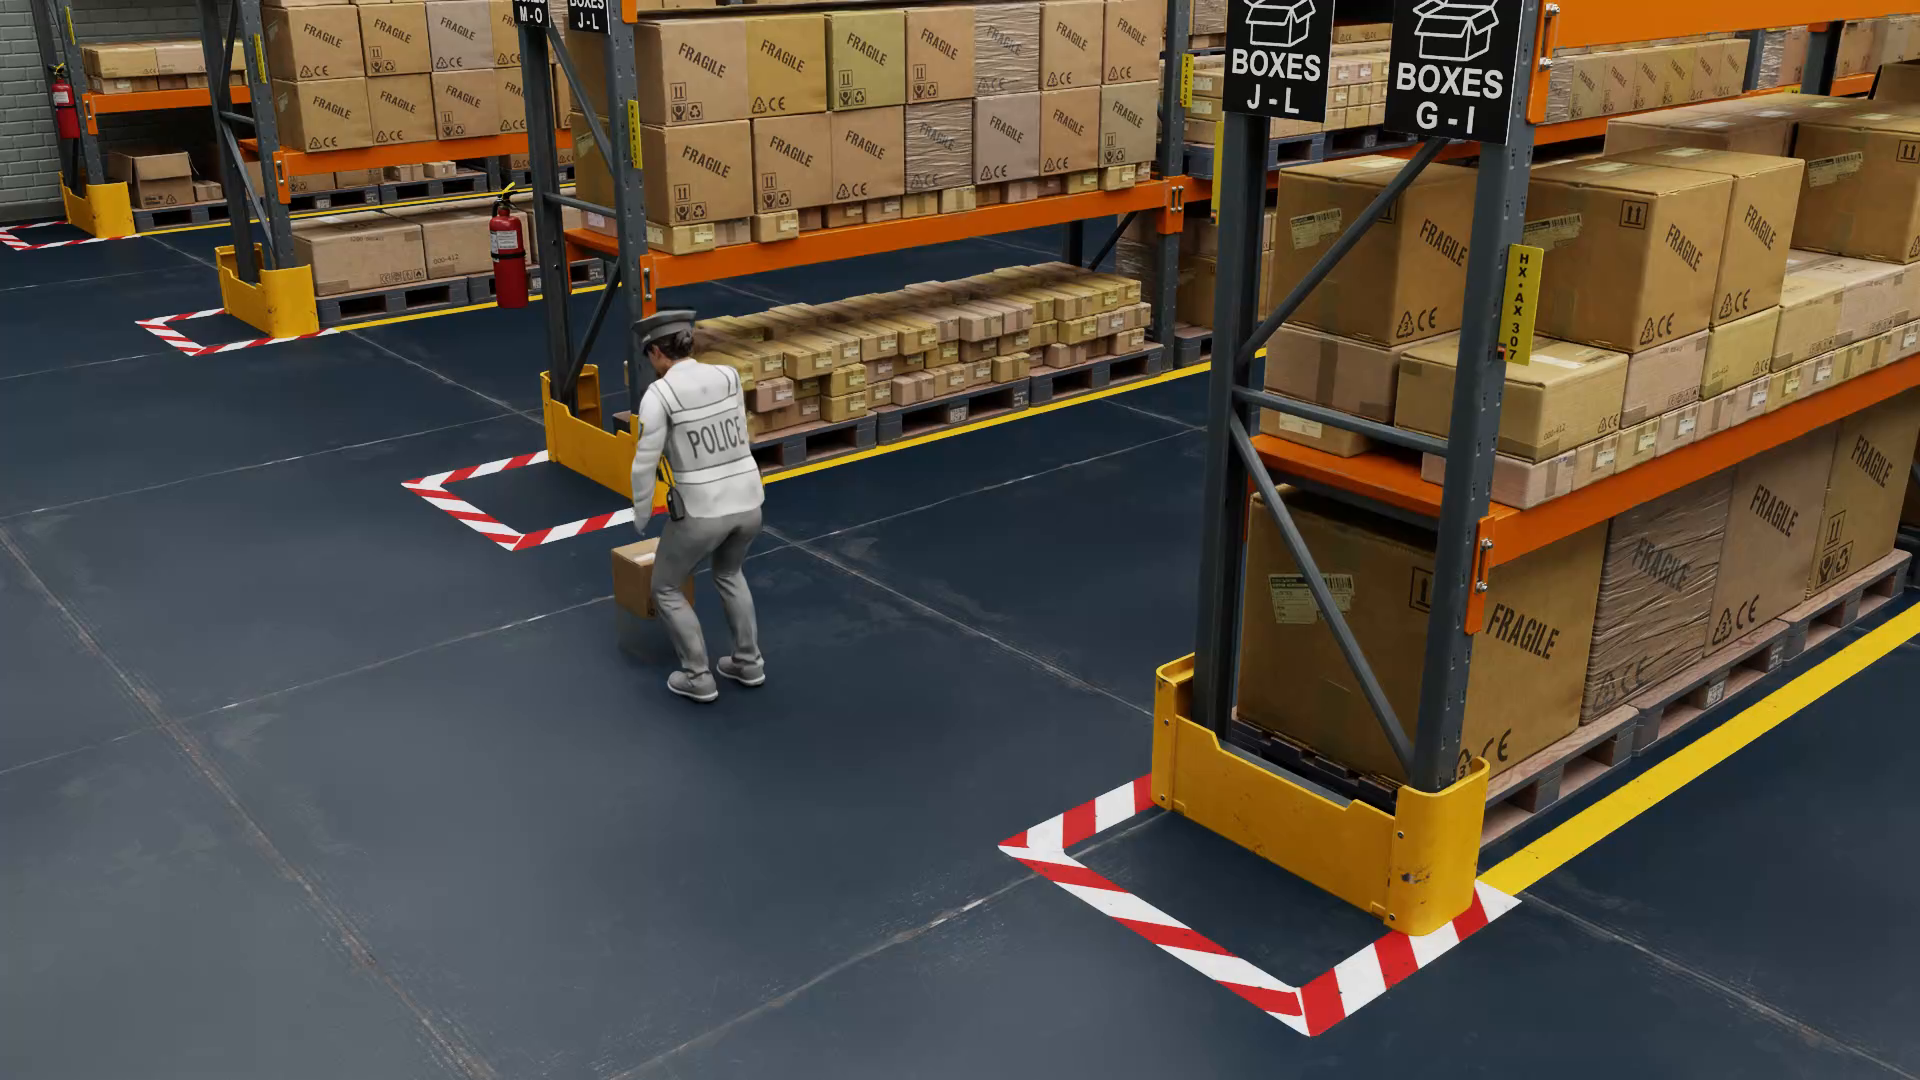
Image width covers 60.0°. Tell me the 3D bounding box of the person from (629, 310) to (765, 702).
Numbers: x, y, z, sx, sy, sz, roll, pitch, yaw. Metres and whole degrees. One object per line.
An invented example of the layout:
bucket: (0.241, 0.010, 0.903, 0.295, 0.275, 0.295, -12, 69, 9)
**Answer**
person: (-1.046, -0.127, 6.573, 0.520, 1.559, 0.548, -17, 27, -36)
